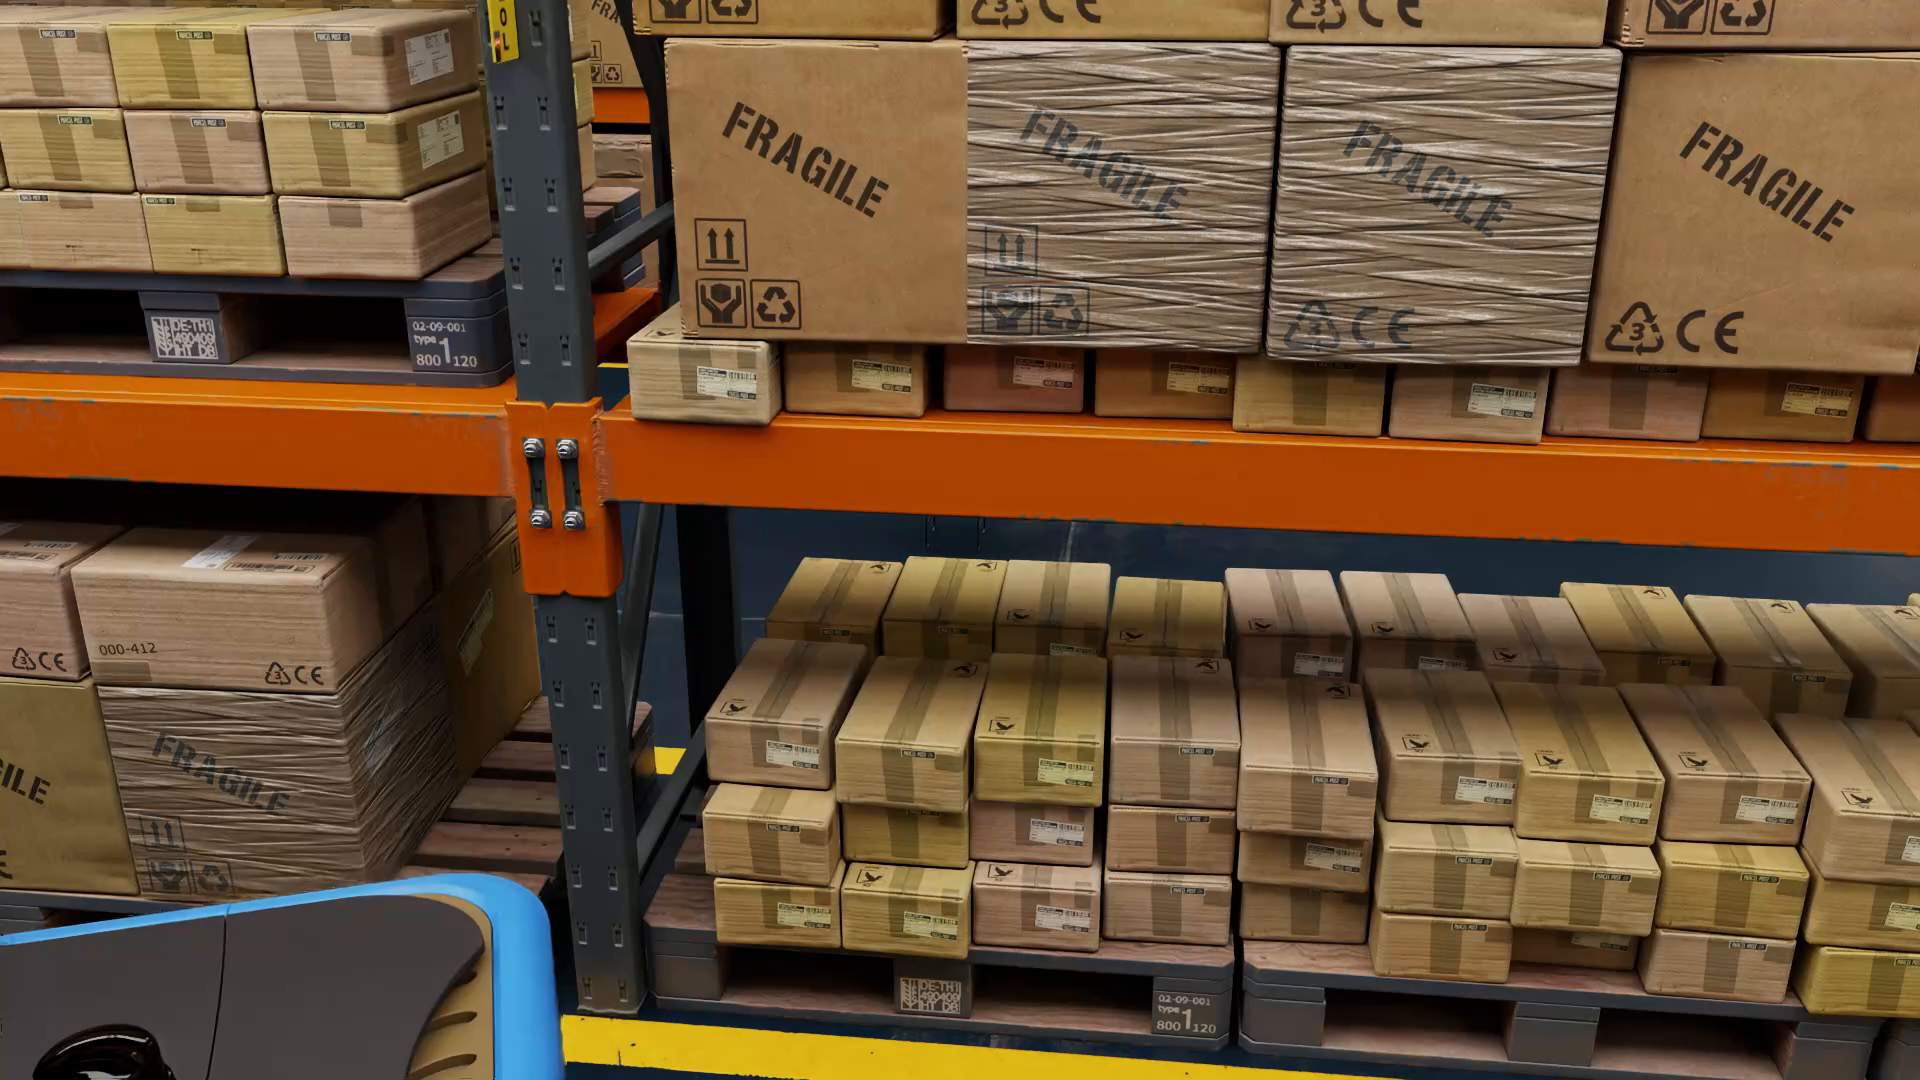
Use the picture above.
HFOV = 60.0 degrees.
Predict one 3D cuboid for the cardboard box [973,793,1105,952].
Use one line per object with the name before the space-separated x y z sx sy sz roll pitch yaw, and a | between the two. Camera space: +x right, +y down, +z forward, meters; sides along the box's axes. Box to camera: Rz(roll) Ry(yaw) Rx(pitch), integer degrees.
cardboard box | 0.170 0.677 3.454 0.250 0.149 0.380 2 22 6

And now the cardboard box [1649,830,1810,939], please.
cardboard box | 1.459 0.599 3.246 0.250 0.149 0.380 4 22 9

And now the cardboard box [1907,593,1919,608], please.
cardboard box | 2.298 0.264 3.688 0.250 0.149 0.380 2 22 6

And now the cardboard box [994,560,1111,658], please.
cardboard box | 0.220 0.189 3.879 0.250 0.149 0.380 2 22 6

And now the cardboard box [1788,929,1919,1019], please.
cardboard box | 1.727 0.756 3.255 0.250 0.149 0.380 2 22 4

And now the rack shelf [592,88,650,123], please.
rack shelf | -1.973 -2.149 8.273 4.000 0.370 1.077 2 22 6

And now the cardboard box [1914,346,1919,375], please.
cardboard box | 1.809 -0.570 2.761 0.500 0.500 0.500 3 22 6

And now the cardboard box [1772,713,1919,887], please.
cardboard box | 1.708 0.484 3.133 0.250 0.149 0.380 3 22 8

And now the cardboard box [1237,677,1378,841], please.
cardboard box | 0.675 0.425 3.283 0.250 0.149 0.380 3 22 7

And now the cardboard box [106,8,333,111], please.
cardboard box | -1.359 -0.903 3.104 0.250 0.149 0.380 2 22 5

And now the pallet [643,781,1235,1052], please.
pallet | 0.000 0.723 3.824 1.213 0.211 1.003 2 22 6

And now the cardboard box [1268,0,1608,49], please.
cardboard box | 0.762 -1.081 2.695 0.500 0.500 0.500 3 22 7

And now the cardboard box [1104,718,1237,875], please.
cardboard box | 0.427 0.523 3.439 0.250 0.149 0.380 1 22 4

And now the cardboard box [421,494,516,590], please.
cardboard box | -1.374 -0.100 3.922 0.500 0.250 0.500 2 22 4

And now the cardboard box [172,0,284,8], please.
cardboard box | -1.540 -1.152 3.735 0.250 0.149 0.380 3 22 7

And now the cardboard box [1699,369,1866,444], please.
cardboard box | 1.410 -0.304 2.972 0.250 0.149 0.380 3 22 7

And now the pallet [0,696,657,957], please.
pallet | -1.444 0.674 3.949 1.213 0.211 1.003 2 22 6

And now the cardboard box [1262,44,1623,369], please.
cardboard box | 0.780 -0.608 2.857 0.500 0.500 0.500 2 22 5

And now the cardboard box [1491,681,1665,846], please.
cardboard box | 1.196 0.431 3.266 0.250 0.149 0.380 3 22 7

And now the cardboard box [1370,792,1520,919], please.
cardboard box | 0.941 0.577 3.301 0.250 0.149 0.380 2 22 6

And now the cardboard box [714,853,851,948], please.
cardboard box | -0.347 0.673 3.463 0.250 0.149 0.380 2 22 4

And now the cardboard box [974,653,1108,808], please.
cardboard box | 0.170 0.381 3.394 0.250 0.149 0.380 2 22 6

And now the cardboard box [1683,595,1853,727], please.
cardboard box | 1.768 0.268 3.678 0.250 0.149 0.380 3 22 8

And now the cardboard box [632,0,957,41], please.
cardboard box | -0.251 -1.131 2.821 0.500 0.500 0.500 3 22 8

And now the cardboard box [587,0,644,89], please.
cardboard box | -1.494 -2.408 7.814 0.500 0.500 0.500 2 22 6

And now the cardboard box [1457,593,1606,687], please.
cardboard box | 1.251 0.264 3.688 0.250 0.149 0.380 3 22 6

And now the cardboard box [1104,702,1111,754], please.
cardboard box | 0.455 0.359 3.855 0.250 0.149 0.380 3 22 7

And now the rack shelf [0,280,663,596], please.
rack shelf | -2.657 -0.342 3.704 4.000 0.370 1.077 2 22 6

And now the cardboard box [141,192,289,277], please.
cardboard box | -1.347 -0.624 3.210 0.250 0.149 0.380 3 22 7

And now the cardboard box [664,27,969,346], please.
cardboard box | -0.209 -0.661 2.992 0.500 0.500 0.500 2 22 5

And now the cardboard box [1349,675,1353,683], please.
cardboard box | 0.974 0.381 3.797 0.250 0.149 0.380 1 22 4

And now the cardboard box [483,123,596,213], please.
cardboard box | -1.008 -0.853 3.789 0.250 0.149 0.380 1 22 4

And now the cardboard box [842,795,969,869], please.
cardboard box | -0.087 0.513 3.465 0.250 0.149 0.380 3 22 7

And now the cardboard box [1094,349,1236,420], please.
cardboard box | 0.377 -0.351 3.090 0.250 0.149 0.380 2 22 4

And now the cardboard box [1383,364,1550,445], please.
cardboard box | 0.885 -0.302 2.966 0.250 0.149 0.380 3 22 9

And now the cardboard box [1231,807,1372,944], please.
cardboard box | 0.699 0.668 3.476 0.250 0.149 0.380 2 22 4

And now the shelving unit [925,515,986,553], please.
shelving unit | -0.014 -0.559 5.721 0.189 1.200 0.258 2 22 6

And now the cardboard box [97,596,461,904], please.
cardboard box | -1.435 0.437 3.583 0.500 0.500 0.500 2 22 5

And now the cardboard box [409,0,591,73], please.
cardboard box | -1.008 -1.130 3.680 0.250 0.149 0.380 4 22 9

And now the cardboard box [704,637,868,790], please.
cardboard box | -0.353 0.354 3.461 0.250 0.149 0.380 3 22 8

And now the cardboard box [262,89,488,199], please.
cardboard box | -1.089 -0.752 3.128 0.250 0.149 0.380 3 22 8

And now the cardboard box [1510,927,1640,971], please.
cardboard box | 1.216 0.698 3.400 0.250 0.149 0.380 3 22 8

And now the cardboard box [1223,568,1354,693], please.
cardboard box | 0.748 0.207 3.835 0.250 0.149 0.380 1 22 4

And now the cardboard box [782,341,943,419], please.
cardboard box | -0.163 -0.357 3.106 0.250 0.149 0.380 3 22 8

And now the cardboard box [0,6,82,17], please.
cardboard box | -1.876 -0.926 3.163 0.250 0.149 0.380 2 22 6

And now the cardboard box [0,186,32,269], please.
cardboard box | -1.843 -0.647 3.267 0.250 0.149 0.380 1 22 4

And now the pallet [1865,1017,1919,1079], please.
pallet | 2.423 0.828 3.557 1.213 0.211 1.003 2 22 6

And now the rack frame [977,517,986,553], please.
rack frame | 0.076 -0.555 5.711 0.006 1.200 0.240 2 22 6

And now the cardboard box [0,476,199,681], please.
cardboard box | -1.949 0.061 3.514 0.500 0.250 0.500 4 22 9

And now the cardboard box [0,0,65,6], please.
cardboard box | -2.042 -1.175 3.792 0.250 0.149 0.380 2 22 6

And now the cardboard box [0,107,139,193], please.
cardboard box | -1.597 -0.775 3.186 0.250 0.149 0.380 3 22 9

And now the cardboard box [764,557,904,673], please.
cardboard box | -0.287 0.184 3.891 0.250 0.149 0.380 3 22 8
